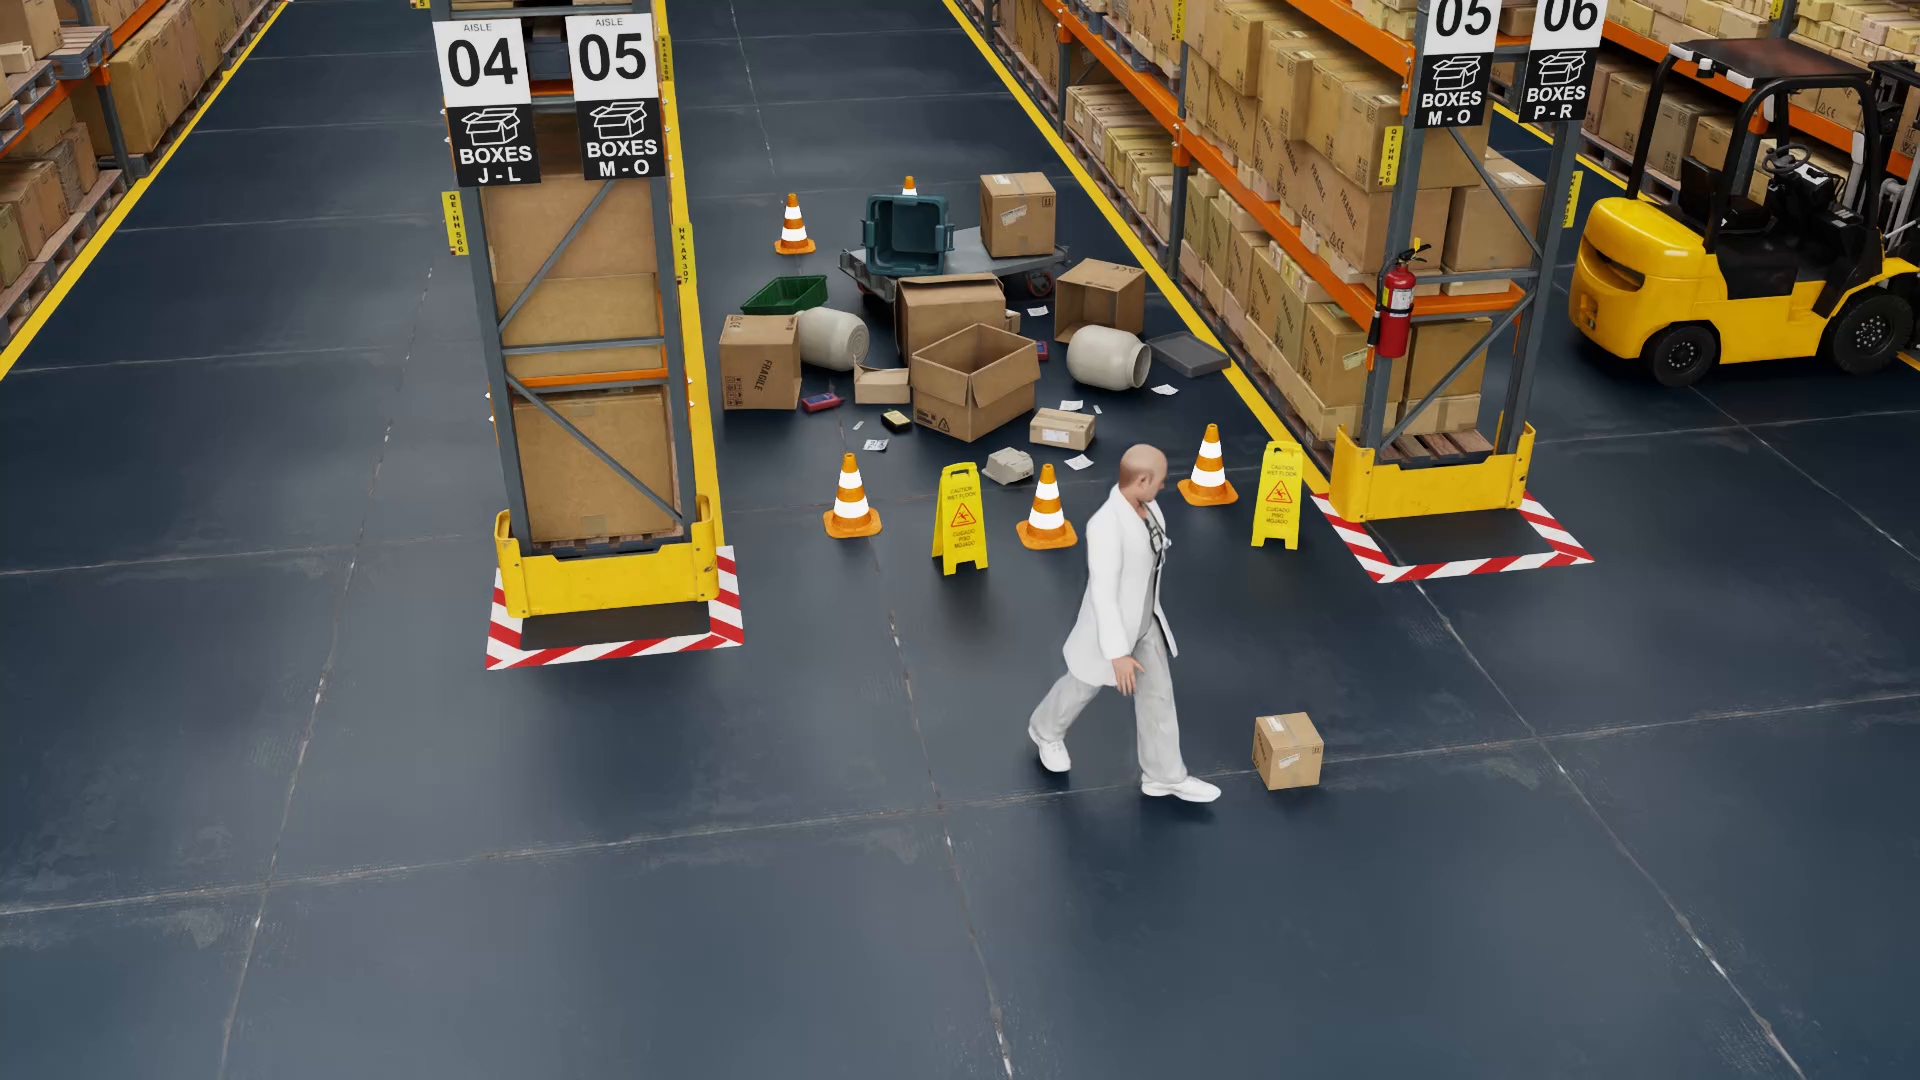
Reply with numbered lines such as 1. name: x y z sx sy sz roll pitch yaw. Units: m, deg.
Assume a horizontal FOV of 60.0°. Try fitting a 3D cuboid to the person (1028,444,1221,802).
1. person: 0.728 0.391 7.486 1.002 1.742 0.650 21 36 32
